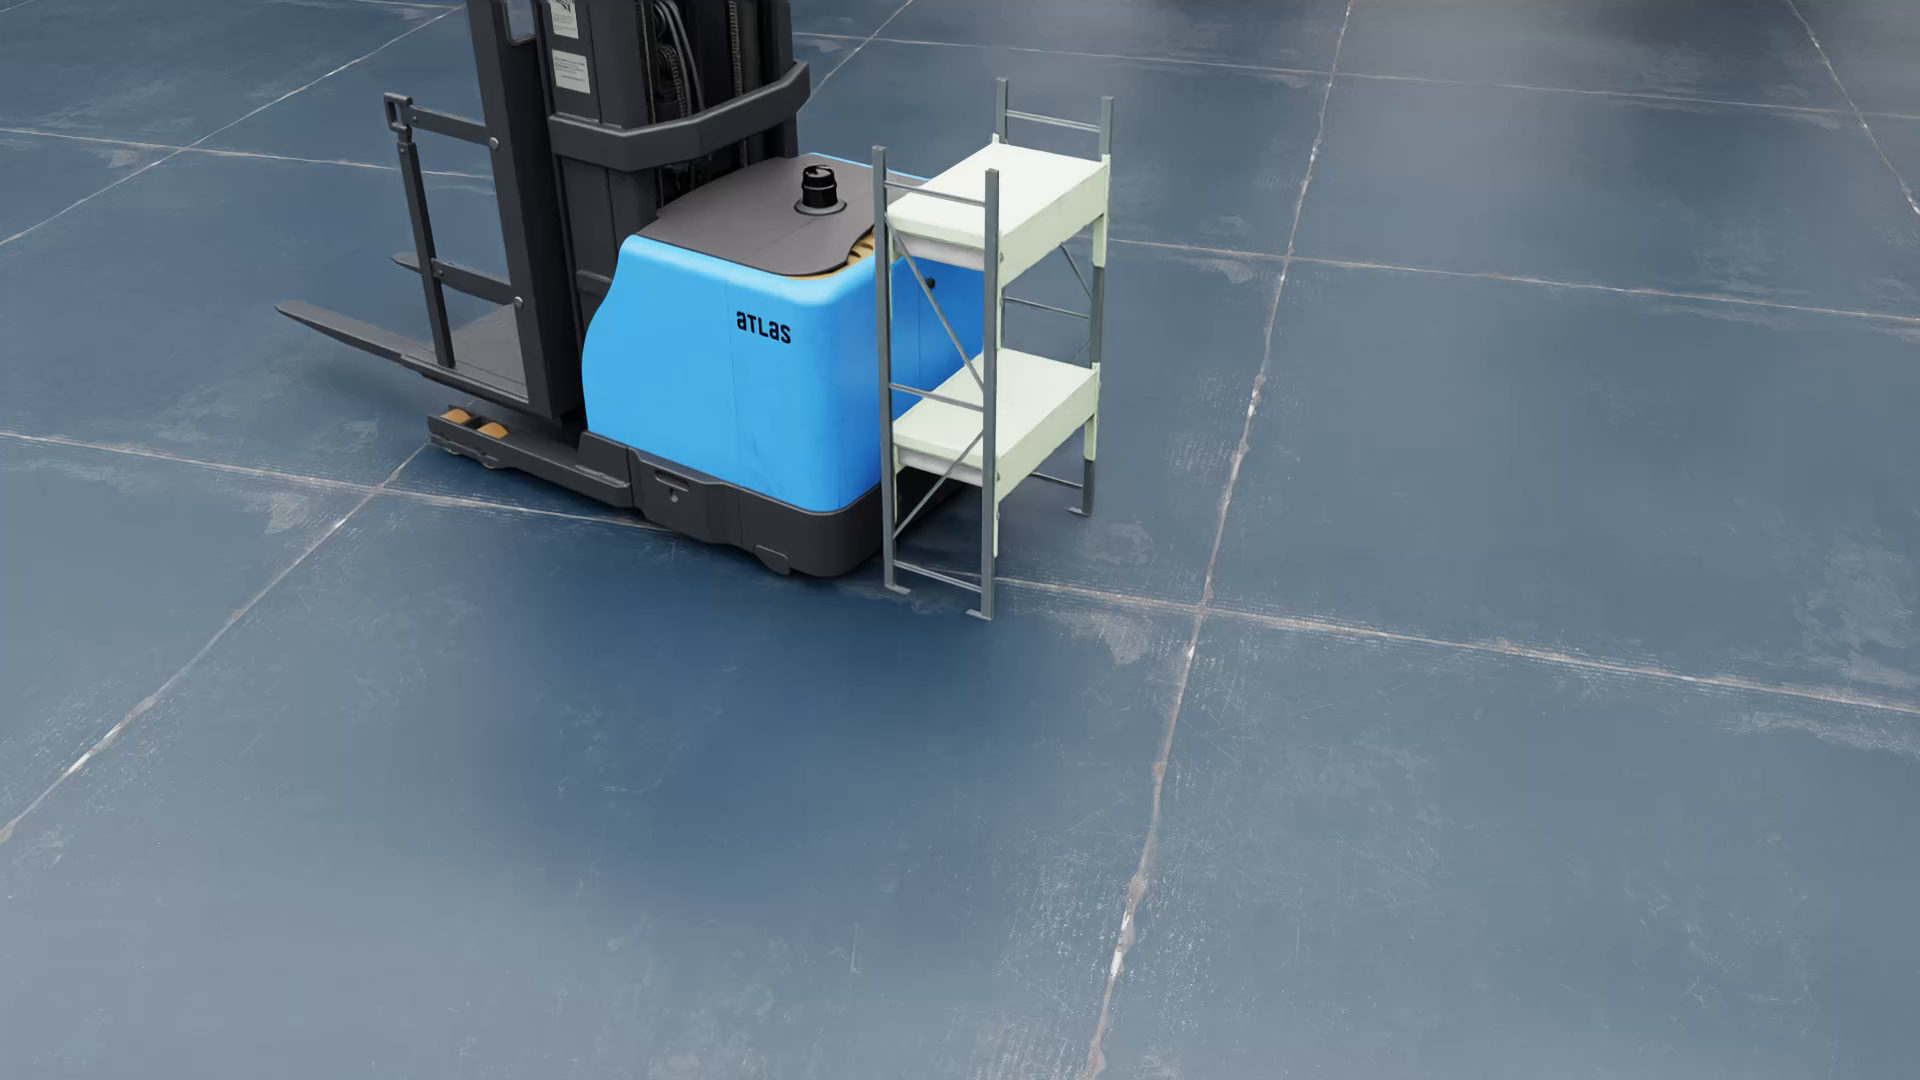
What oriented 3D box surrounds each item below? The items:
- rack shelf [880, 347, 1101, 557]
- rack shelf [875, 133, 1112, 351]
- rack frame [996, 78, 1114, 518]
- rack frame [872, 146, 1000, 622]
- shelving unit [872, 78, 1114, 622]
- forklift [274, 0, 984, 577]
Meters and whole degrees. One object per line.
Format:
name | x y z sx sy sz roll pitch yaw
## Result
rack shelf | 0.111 -0.323 5.468 0.431 0.370 0.720 17 36 25
rack shelf | 0.111 -0.927 5.083 0.431 0.370 0.720 17 36 25
rack frame | 0.293 -0.769 5.561 0.400 1.500 0.023 17 36 25
rack frame | -0.070 -0.428 5.025 0.400 1.500 0.023 17 36 25
shelving unit | 0.111 -0.598 5.293 0.431 1.500 0.755 17 36 25
forklift | -1.384 -1.716 5.718 3.031 2.935 1.130 20 37 28
